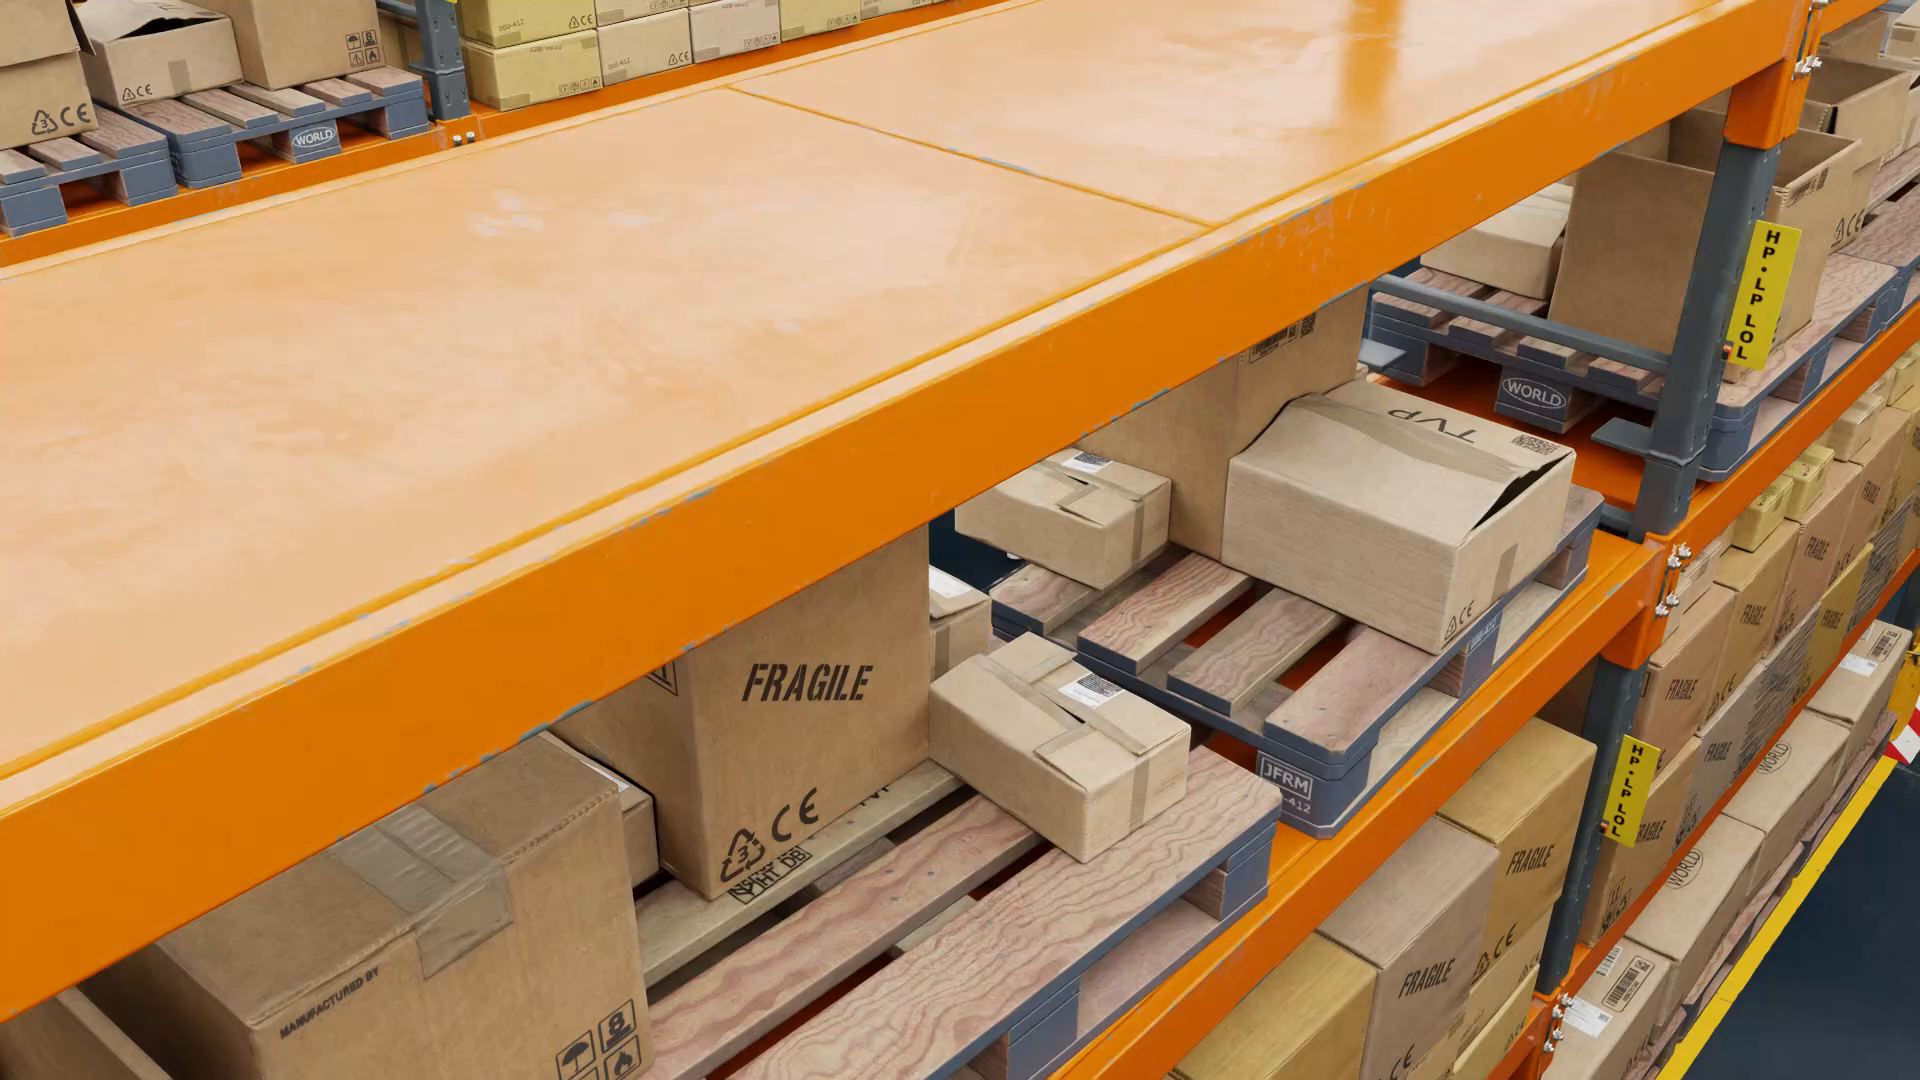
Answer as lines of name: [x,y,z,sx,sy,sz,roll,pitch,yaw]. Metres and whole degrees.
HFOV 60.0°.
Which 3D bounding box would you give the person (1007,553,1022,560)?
person: [0.458,-0.681,8.785,0.643,1.775,0.426,24,38,34]
